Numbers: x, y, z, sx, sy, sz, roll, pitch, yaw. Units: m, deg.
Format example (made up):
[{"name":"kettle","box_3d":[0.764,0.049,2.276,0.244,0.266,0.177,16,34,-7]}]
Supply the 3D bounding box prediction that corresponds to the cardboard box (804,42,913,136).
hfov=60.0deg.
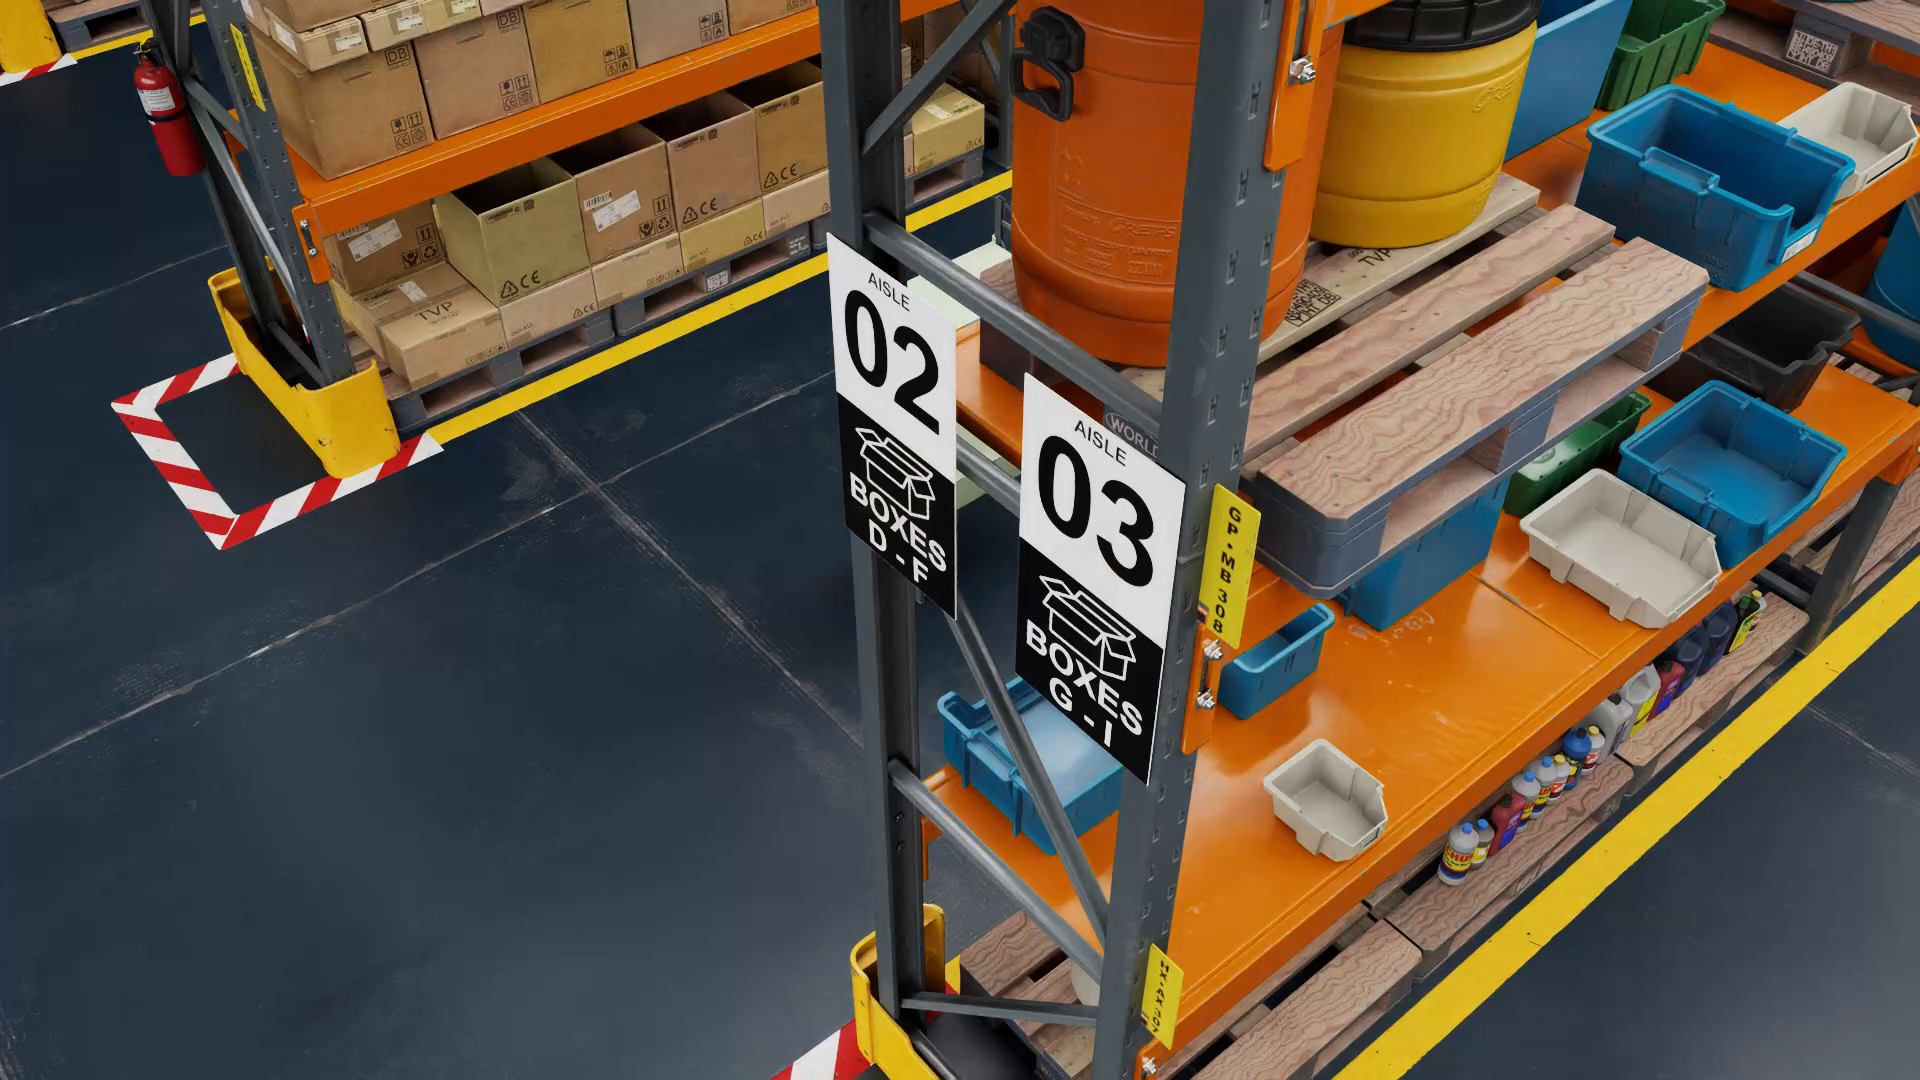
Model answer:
[{"name":"cardboard box","box_3d":[-0.603,-2.396,8.818,0.500,0.500,0.500,-30,51,-28]}]

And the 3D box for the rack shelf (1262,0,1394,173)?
[{"name":"rack shelf","box_3d":[1.644,-1.802,3.466,4.000,0.370,1.077,-30,51,-28]}]

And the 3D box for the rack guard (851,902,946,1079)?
[{"name":"rack guard","box_3d":[0.138,1.709,5.119,0.348,0.500,1.175,-30,51,-28]}]

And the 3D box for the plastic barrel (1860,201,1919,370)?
[{"name":"plastic barrel","box_3d":[3.669,-1.095,5.912,0.708,0.901,0.600,-30,51,-28]}]

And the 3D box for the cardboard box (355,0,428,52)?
[{"name":"cardboard box","box_3d":[-2.425,-2.197,6.905,0.250,0.149,0.380,-31,51,-29]}]

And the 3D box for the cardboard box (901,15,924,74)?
[{"name":"cardboard box","box_3d":[-0.553,-2.889,9.343,0.500,0.500,0.500,-30,51,-28]}]

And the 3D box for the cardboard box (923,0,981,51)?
[{"name":"cardboard box","box_3d":[0.130,-3.188,9.799,0.500,0.311,0.500,-30,51,-28]}]

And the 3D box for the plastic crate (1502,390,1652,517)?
[{"name":"plastic crate","box_3d":[1.956,-0.376,5.668,0.662,0.188,0.450,-30,51,-28]}]

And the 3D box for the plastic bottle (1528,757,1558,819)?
[{"name":"plastic bottle","box_3d":[2.041,0.862,5.866,0.097,0.271,0.097,0,43,0]}]

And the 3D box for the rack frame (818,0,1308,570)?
[{"name":"rack frame","box_3d":[0.110,-1.331,2.148,0.127,3.000,1.000,-30,51,-28]}]

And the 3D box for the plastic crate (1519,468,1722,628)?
[{"name":"plastic crate","box_3d":[2.095,0.041,5.262,0.437,0.136,0.530,-30,51,-28]}]

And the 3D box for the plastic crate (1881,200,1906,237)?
[{"name":"plastic crate","box_3d":[3.825,-1.543,6.768,0.575,0.384,0.392,-30,51,-28]}]

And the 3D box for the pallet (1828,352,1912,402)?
[{"name":"pallet","box_3d":[4.692,-0.789,7.990,1.213,0.211,1.003,-30,51,-28]}]

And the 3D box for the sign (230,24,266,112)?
[{"name":"sign","box_3d":[-2.713,-1.798,6.336,0.005,0.325,0.100,-30,51,-28]}]

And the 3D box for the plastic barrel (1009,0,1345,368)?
[{"name":"plastic barrel","box_3d":[0.401,-0.828,3.182,0.708,0.830,0.600,-30,51,-28]}]

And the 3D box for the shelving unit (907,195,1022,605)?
[{"name":"shelving unit","box_3d":[-0.005,-0.544,6.787,0.755,1.500,0.431,-30,51,-28]}]

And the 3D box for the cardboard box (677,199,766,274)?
[{"name":"cardboard box","box_3d":[-1.359,-1.675,8.598,0.500,0.250,0.500,-30,51,-28]}]

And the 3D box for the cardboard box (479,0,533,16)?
[{"name":"cardboard box","box_3d":[-2.038,-2.415,7.137,0.250,0.149,0.380,-31,51,-28]}]

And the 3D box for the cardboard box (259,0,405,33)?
[{"name":"cardboard box","box_3d":[-2.658,-2.478,6.731,0.500,0.500,0.700,-30,51,-28]}]

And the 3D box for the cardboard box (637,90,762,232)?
[{"name":"cardboard box","box_3d":[-1.359,-1.948,8.340,0.500,0.500,0.500,-30,51,-28]}]

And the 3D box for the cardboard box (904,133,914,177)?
[{"name":"cardboard box","box_3d":[-0.602,-2.122,9.074,0.500,0.250,0.500,-30,51,-28]}]

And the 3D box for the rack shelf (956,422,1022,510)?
[{"name":"rack shelf","box_3d":[-0.005,-0.306,7.010,0.720,0.370,0.431,-30,51,-28]}]

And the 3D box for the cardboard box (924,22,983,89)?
[{"name":"cardboard box","box_3d":[0.135,-2.989,9.997,0.500,0.250,0.500,-30,51,-28]}]

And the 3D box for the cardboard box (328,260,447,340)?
[{"name":"cardboard box","box_3d":[-2.843,-1.289,8.187,0.500,0.250,0.500,-30,51,-28]}]

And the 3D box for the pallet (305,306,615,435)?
[{"name":"pallet","box_3d":[-2.505,-1.089,8.309,1.213,0.211,1.003,-30,51,-28]}]

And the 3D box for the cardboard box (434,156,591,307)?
[{"name":"cardboard box","box_3d":[-2.129,-1.511,7.875,0.500,0.500,0.500,-30,51,-28]}]

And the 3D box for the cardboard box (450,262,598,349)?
[{"name":"cardboard box","box_3d":[-2.130,-1.238,8.133,0.500,0.250,0.500,-30,51,-28]}]

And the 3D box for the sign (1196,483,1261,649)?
[{"name":"sign","box_3d":[0.460,0.050,2.862,0.005,0.325,0.100,-30,51,-28]}]

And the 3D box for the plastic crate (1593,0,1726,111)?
[{"name":"plastic crate","box_3d":[1.793,-1.368,4.532,0.450,0.188,0.336,-30,51,-28]}]

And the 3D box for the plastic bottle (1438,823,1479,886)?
[{"name":"plastic bottle","box_3d":[1.701,1.057,5.659,0.097,0.271,0.097,0,43,0]}]

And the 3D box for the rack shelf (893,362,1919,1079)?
[{"name":"rack shelf","box_3d":[1.644,0.239,5.383,4.000,0.370,1.077,-30,51,-28]}]

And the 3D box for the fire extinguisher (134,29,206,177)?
[{"name":"fire extinguisher","box_3d":[-3.454,-1.911,7.204,0.183,0.674,0.296,-30,51,-28]}]

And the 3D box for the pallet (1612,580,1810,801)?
[{"name":"pallet","box_3d":[2.637,0.388,6.736,1.213,0.211,1.003,-30,51,-28]}]

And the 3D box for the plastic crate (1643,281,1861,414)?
[{"name":"plastic crate","box_3d":[2.695,-0.716,5.920,0.504,0.338,0.767,-30,51,-28]}]

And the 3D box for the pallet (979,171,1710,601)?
[{"name":"pallet","box_3d":[0.808,-0.481,3.572,1.213,0.211,1.003,-30,51,-28]}]

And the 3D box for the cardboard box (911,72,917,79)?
[{"name":"cardboard box","box_3d":[-0.547,-2.610,9.594,0.500,0.250,0.500,-30,51,-28]}]

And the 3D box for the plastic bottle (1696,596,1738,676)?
[{"name":"plastic bottle","box_3d":[2.869,0.338,6.366,0.185,0.351,0.144,-31,51,-29]}]

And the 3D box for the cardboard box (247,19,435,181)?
[{"name":"cardboard box","box_3d":[-2.699,-1.982,7.150,0.500,0.500,0.700,-30,51,-28]}]

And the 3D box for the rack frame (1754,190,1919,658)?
[{"name":"rack frame","box_3d":[3.178,-0.901,6.072,0.127,3.000,1.000,-30,51,-28]}]

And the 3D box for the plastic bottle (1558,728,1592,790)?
[{"name":"plastic bottle","box_3d":[2.196,0.773,5.961,0.097,0.271,0.097,0,43,0]}]

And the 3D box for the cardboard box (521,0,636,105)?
[{"name":"cardboard box","box_3d":[-1.914,-2.430,7.627,0.500,0.500,0.700,-29,51,-28]}]

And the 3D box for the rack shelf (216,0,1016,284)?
[{"name":"rack shelf","box_3d":[-1.531,-2.363,8.155,4.000,0.370,1.077,-30,51,-28]}]

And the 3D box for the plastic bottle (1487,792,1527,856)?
[{"name":"plastic bottle","box_3d":[1.886,0.963,5.750,0.133,0.283,0.061,-29,50,-27]}]

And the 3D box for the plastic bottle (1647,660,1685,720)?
[{"name":"plastic bottle","box_3d":[2.624,0.540,6.200,0.133,0.283,0.061,-26,49,-25]}]

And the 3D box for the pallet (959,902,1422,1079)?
[{"name":"pallet","box_3d":[0.765,1.460,5.595,1.213,0.211,1.003,-30,51,-28]}]

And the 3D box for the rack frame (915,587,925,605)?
[{"name":"rack frame","box_3d":[-0.286,-0.383,6.616,0.023,1.500,0.400,-30,51,-28]}]

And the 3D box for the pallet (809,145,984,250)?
[{"name":"pallet","box_3d":[-0.634,-2.160,9.450,1.213,0.211,1.003,-30,51,-28]}]

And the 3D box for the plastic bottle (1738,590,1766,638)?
[{"name":"plastic bottle","box_3d":[3.100,0.281,6.536,0.097,0.201,0.097,0,43,0]}]

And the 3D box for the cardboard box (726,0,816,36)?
[{"name":"cardboard box","box_3d":[-1.121,-2.889,8.116,0.500,0.500,0.700,-29,50,-27]}]

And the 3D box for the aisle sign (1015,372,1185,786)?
[{"name":"aisle sign","box_3d":[0.243,0.093,3.114,0.004,0.787,0.394,-30,51,-28]}]

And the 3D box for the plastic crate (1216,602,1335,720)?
[{"name":"plastic crate","box_3d":[0.804,0.250,4.954,0.408,0.251,0.499,-30,51,-28]}]

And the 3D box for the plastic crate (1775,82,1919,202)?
[{"name":"plastic crate","box_3d":[2.207,-0.981,4.159,0.396,0.136,0.243,-30,51,-28]}]

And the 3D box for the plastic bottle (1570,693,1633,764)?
[{"name":"plastic bottle","box_3d":[2.347,0.661,6.077,0.135,0.276,0.152,-29,50,-27]}]
